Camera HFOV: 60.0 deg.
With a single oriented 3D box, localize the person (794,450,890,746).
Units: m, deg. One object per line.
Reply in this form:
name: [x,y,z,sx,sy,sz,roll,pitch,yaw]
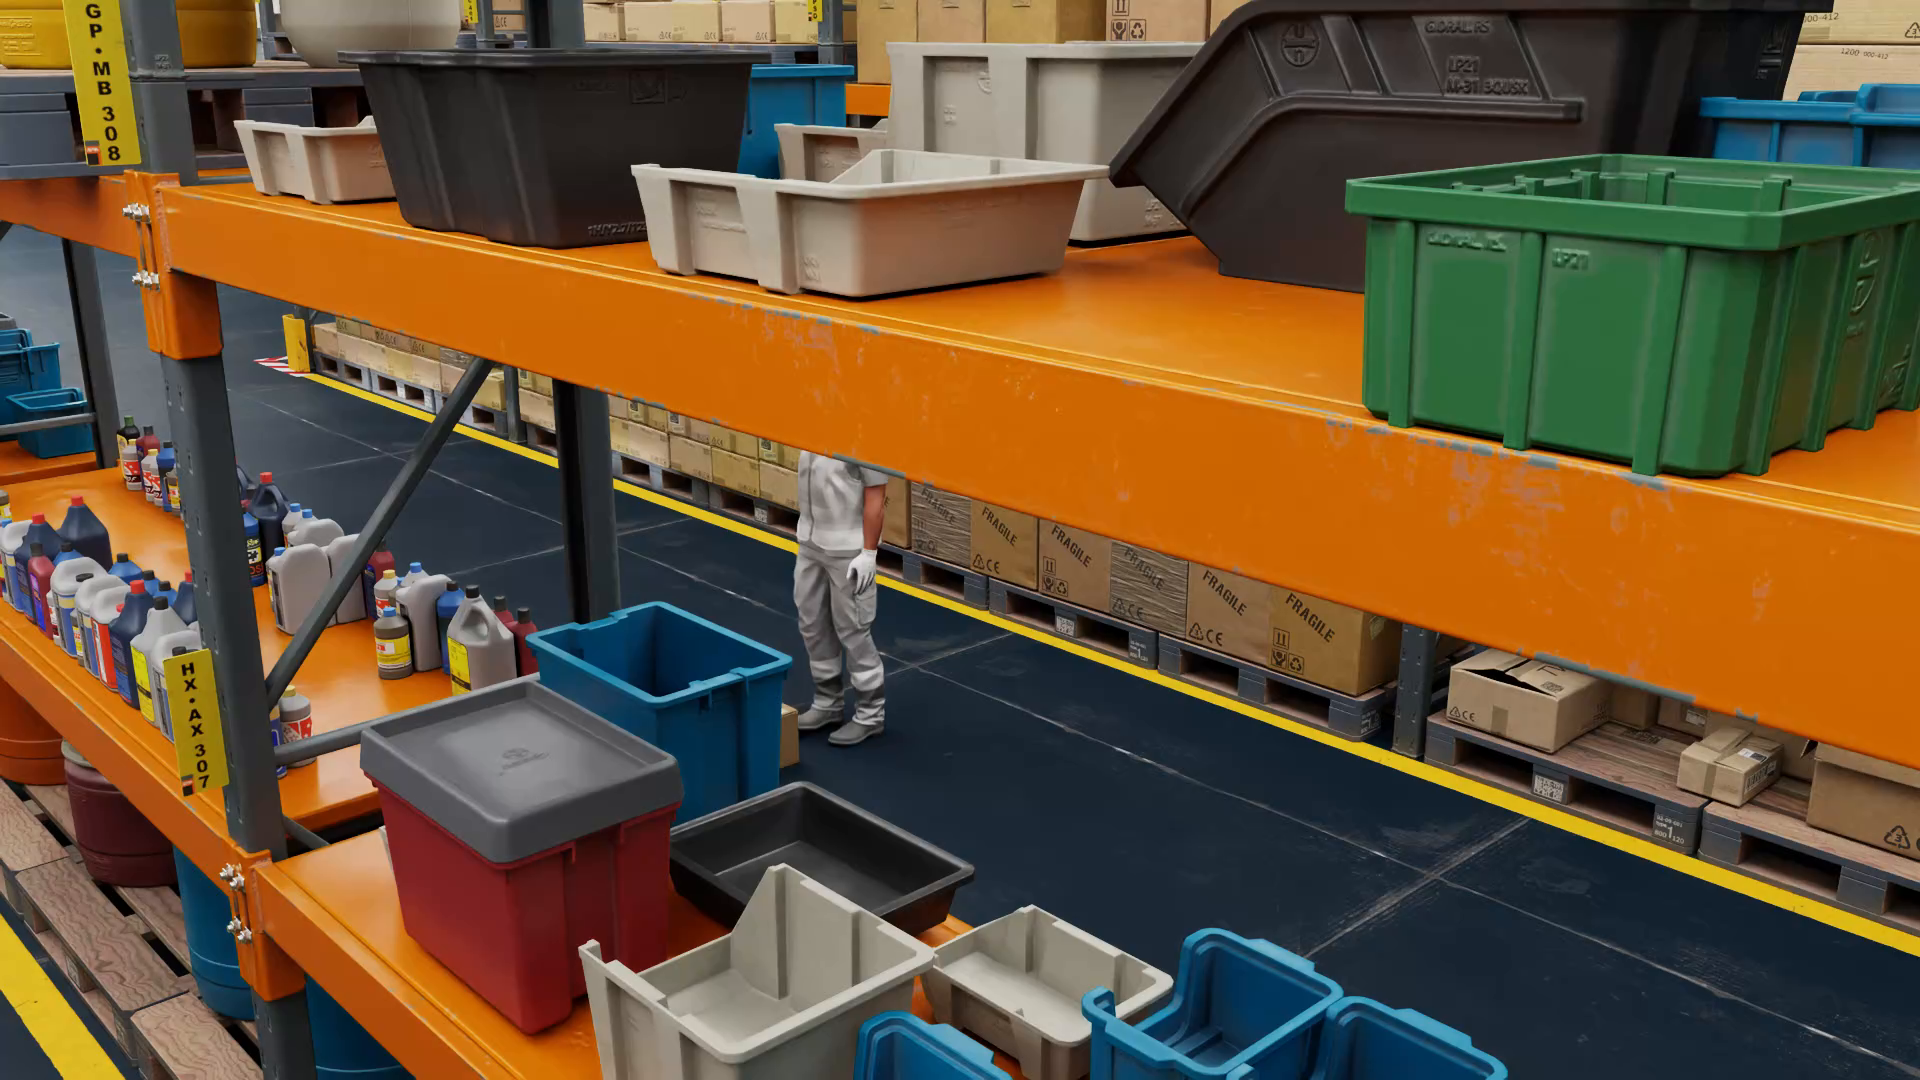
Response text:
person: [-0.550,0.041,7.383,0.378,1.790,0.522,-15,23,-40]
